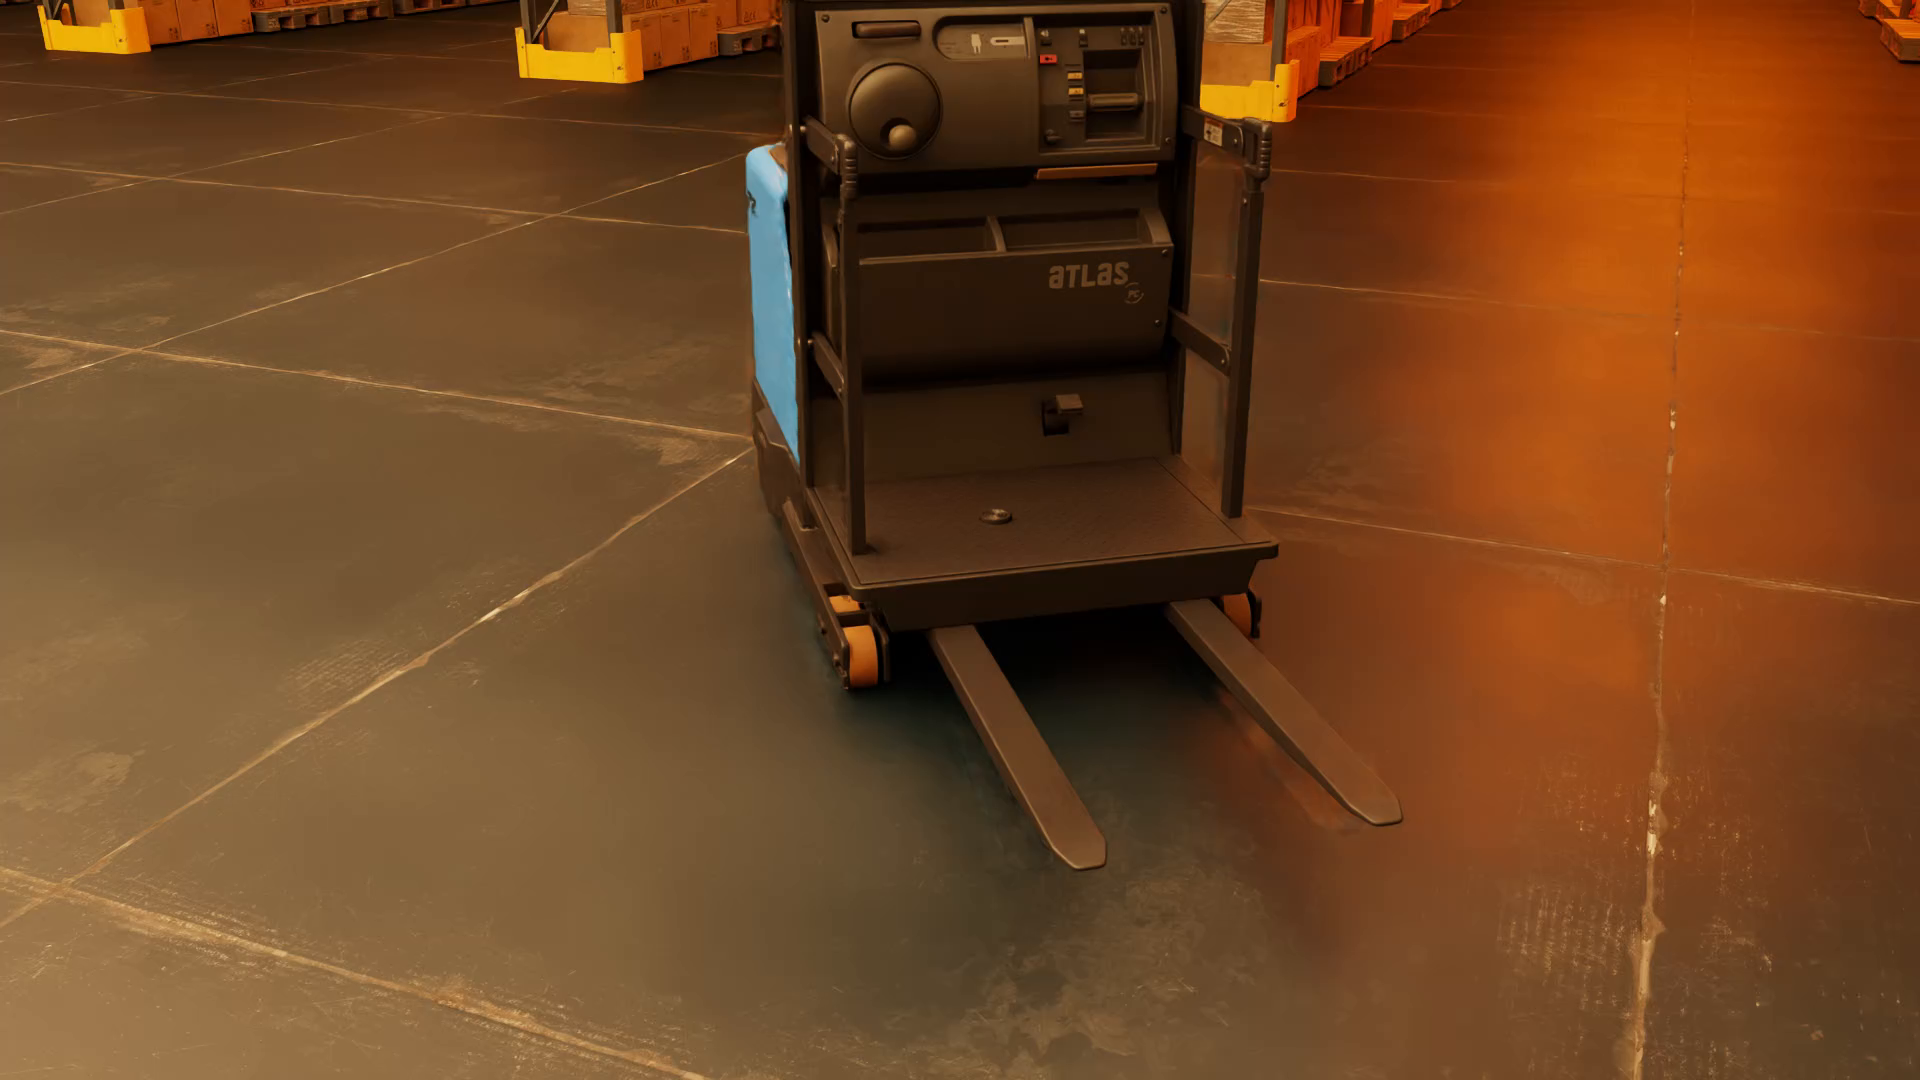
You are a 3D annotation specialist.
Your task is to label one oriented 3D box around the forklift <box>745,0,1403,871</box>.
[{"bbox_3d":[0.157,-1.137,4.013,1.130,2.935,3.031,-6,23,-13],"label":"forklift"}]
